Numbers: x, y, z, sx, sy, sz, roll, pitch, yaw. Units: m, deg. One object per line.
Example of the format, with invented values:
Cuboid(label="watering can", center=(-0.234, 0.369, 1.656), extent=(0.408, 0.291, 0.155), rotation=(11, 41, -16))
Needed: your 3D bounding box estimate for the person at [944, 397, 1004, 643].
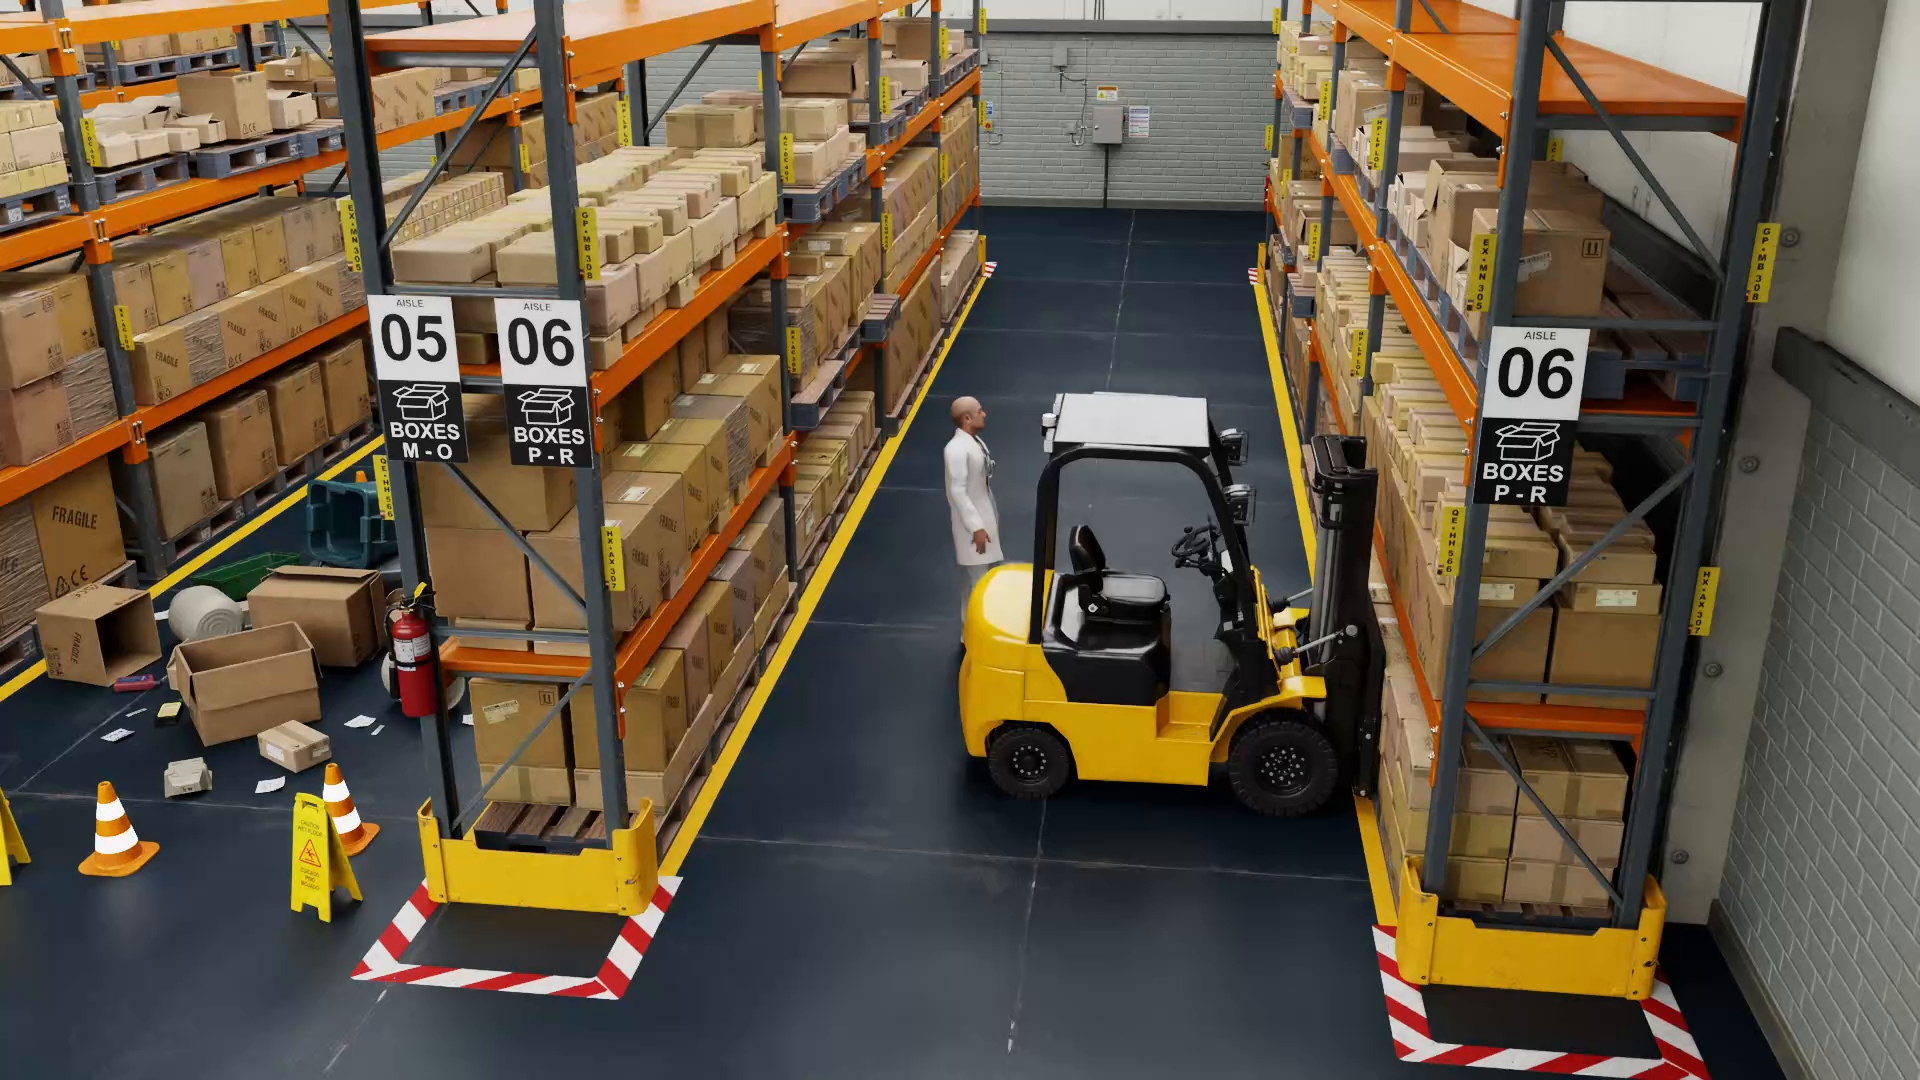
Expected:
Cuboid(label="person", center=(0.196, -0.103, 11.347), extent=(0.581, 1.776, 0.678), rotation=(2, 21, 6))
